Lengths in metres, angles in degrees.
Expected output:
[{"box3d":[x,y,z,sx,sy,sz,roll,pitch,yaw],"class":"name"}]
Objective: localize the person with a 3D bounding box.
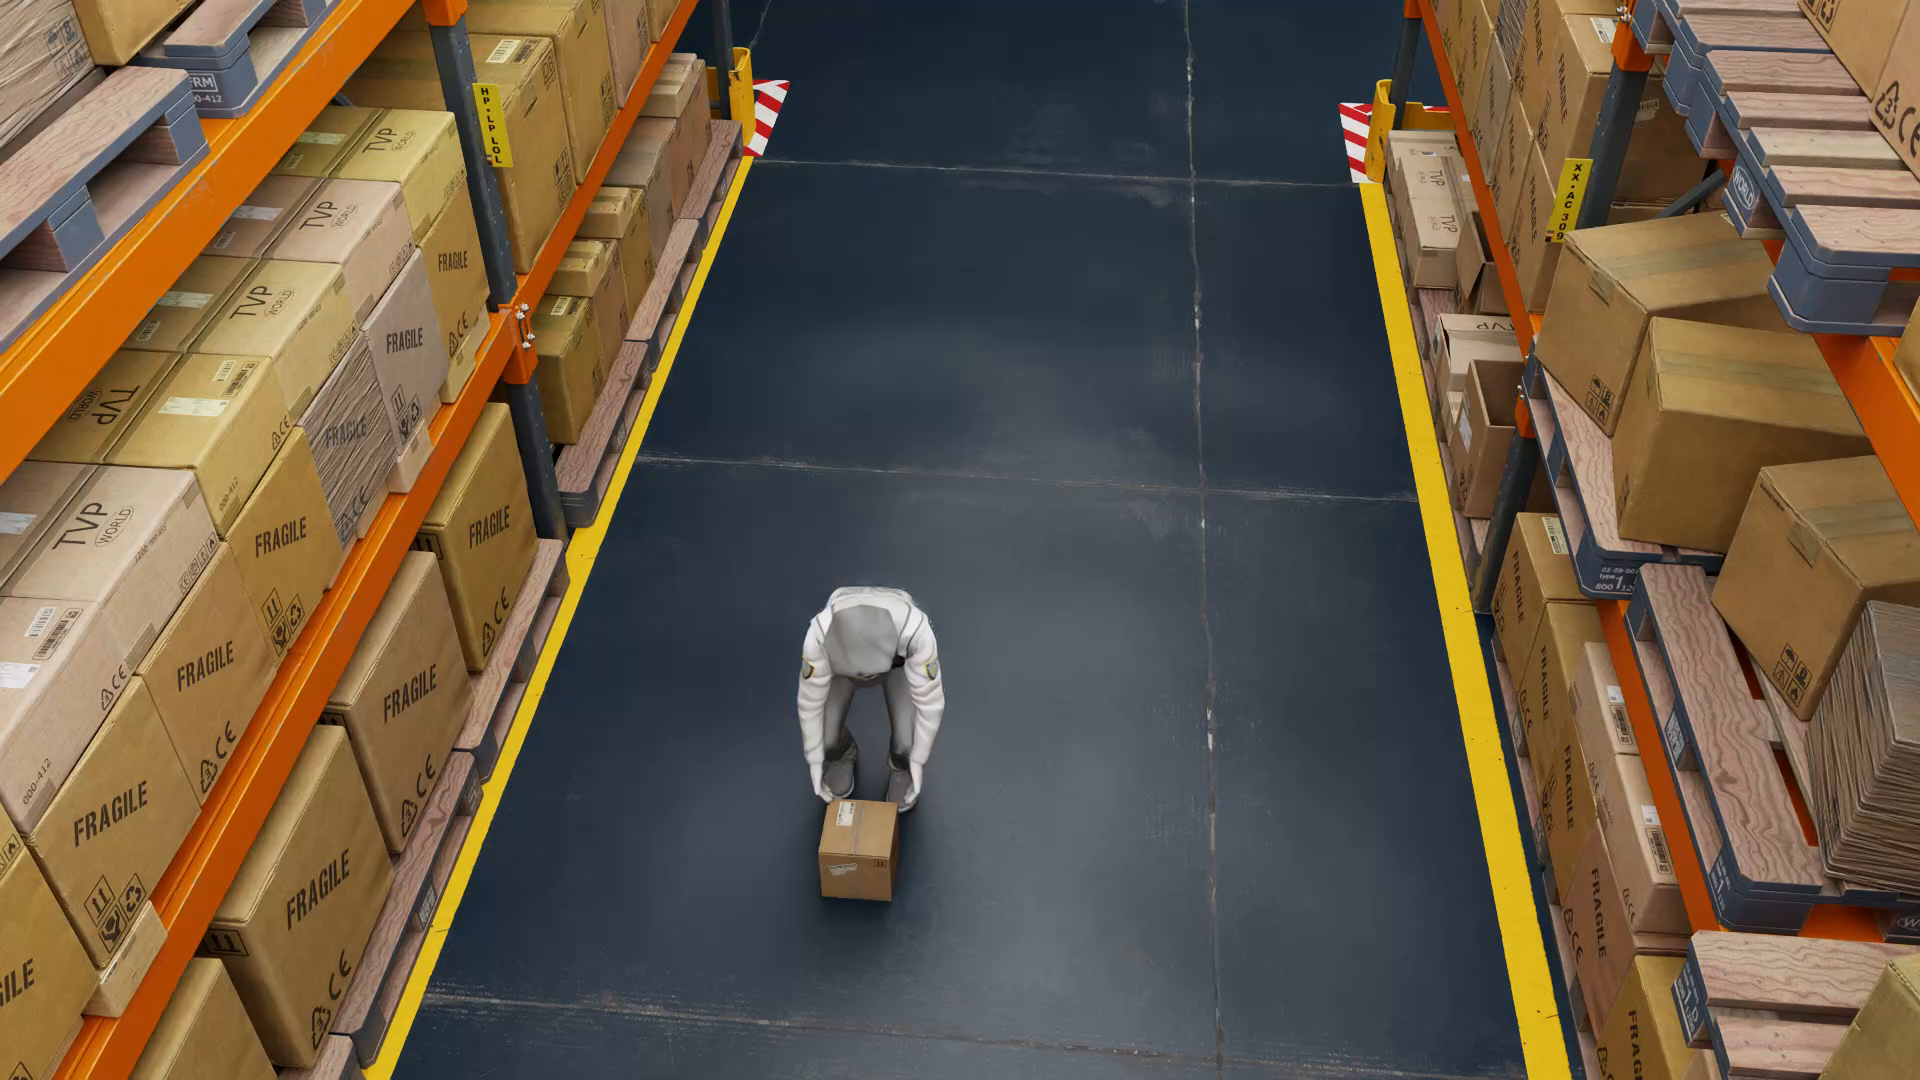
[{"box3d":[-0.302,0.530,5.930,0.518,1.154,0.804,3,40,4],"class":"person"}]
